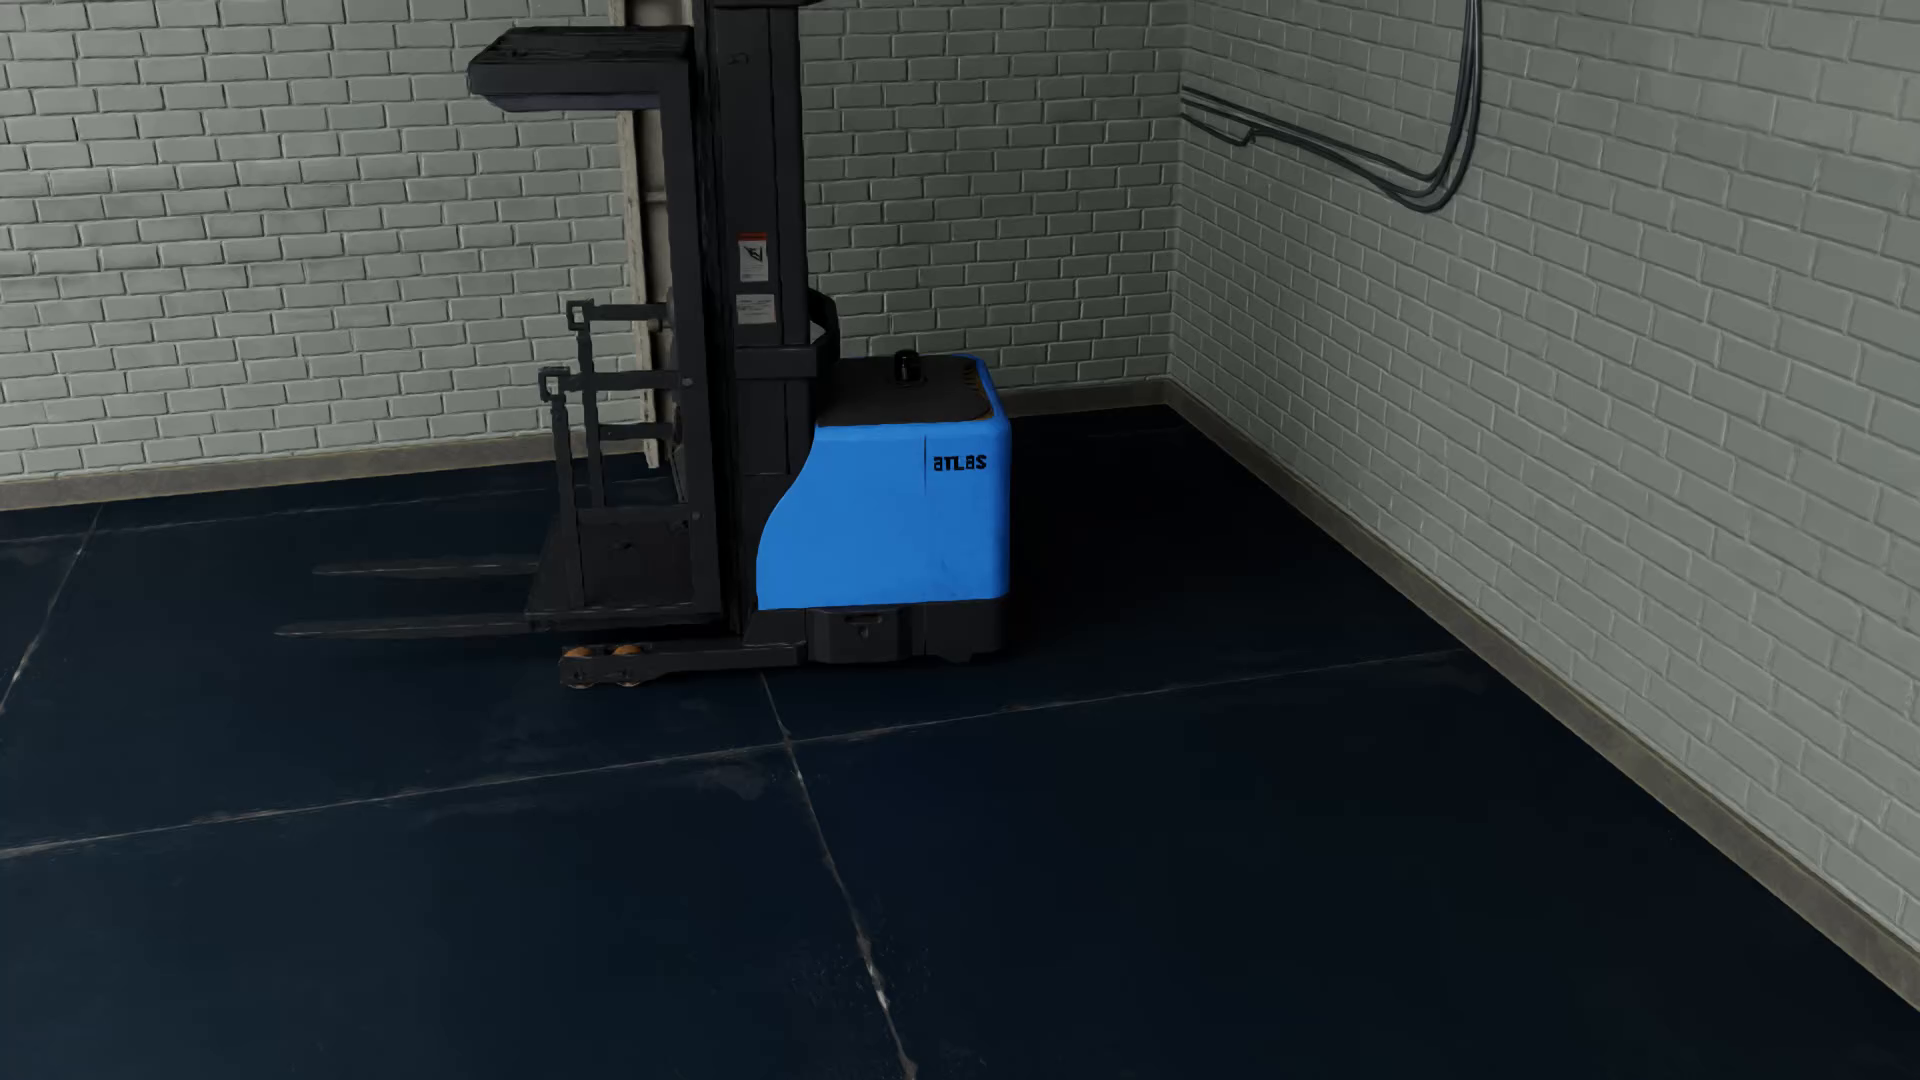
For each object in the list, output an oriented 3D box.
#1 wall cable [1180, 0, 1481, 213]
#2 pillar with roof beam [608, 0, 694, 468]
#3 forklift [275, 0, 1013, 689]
[{"bbox_3d":[1.631,-2.996,7.758,0.112,2.526,3.097,-6,24,-14],"label":"wall cable"},{"bbox_3d":[-0.400,-2.977,3.775,0.400,9.000,9.100,-6,24,-14],"label":"pillar with roof beam"},{"bbox_3d":[-1.332,-0.955,6.758,3.031,2.935,1.130,-2,23,-6],"label":"forklift"}]
